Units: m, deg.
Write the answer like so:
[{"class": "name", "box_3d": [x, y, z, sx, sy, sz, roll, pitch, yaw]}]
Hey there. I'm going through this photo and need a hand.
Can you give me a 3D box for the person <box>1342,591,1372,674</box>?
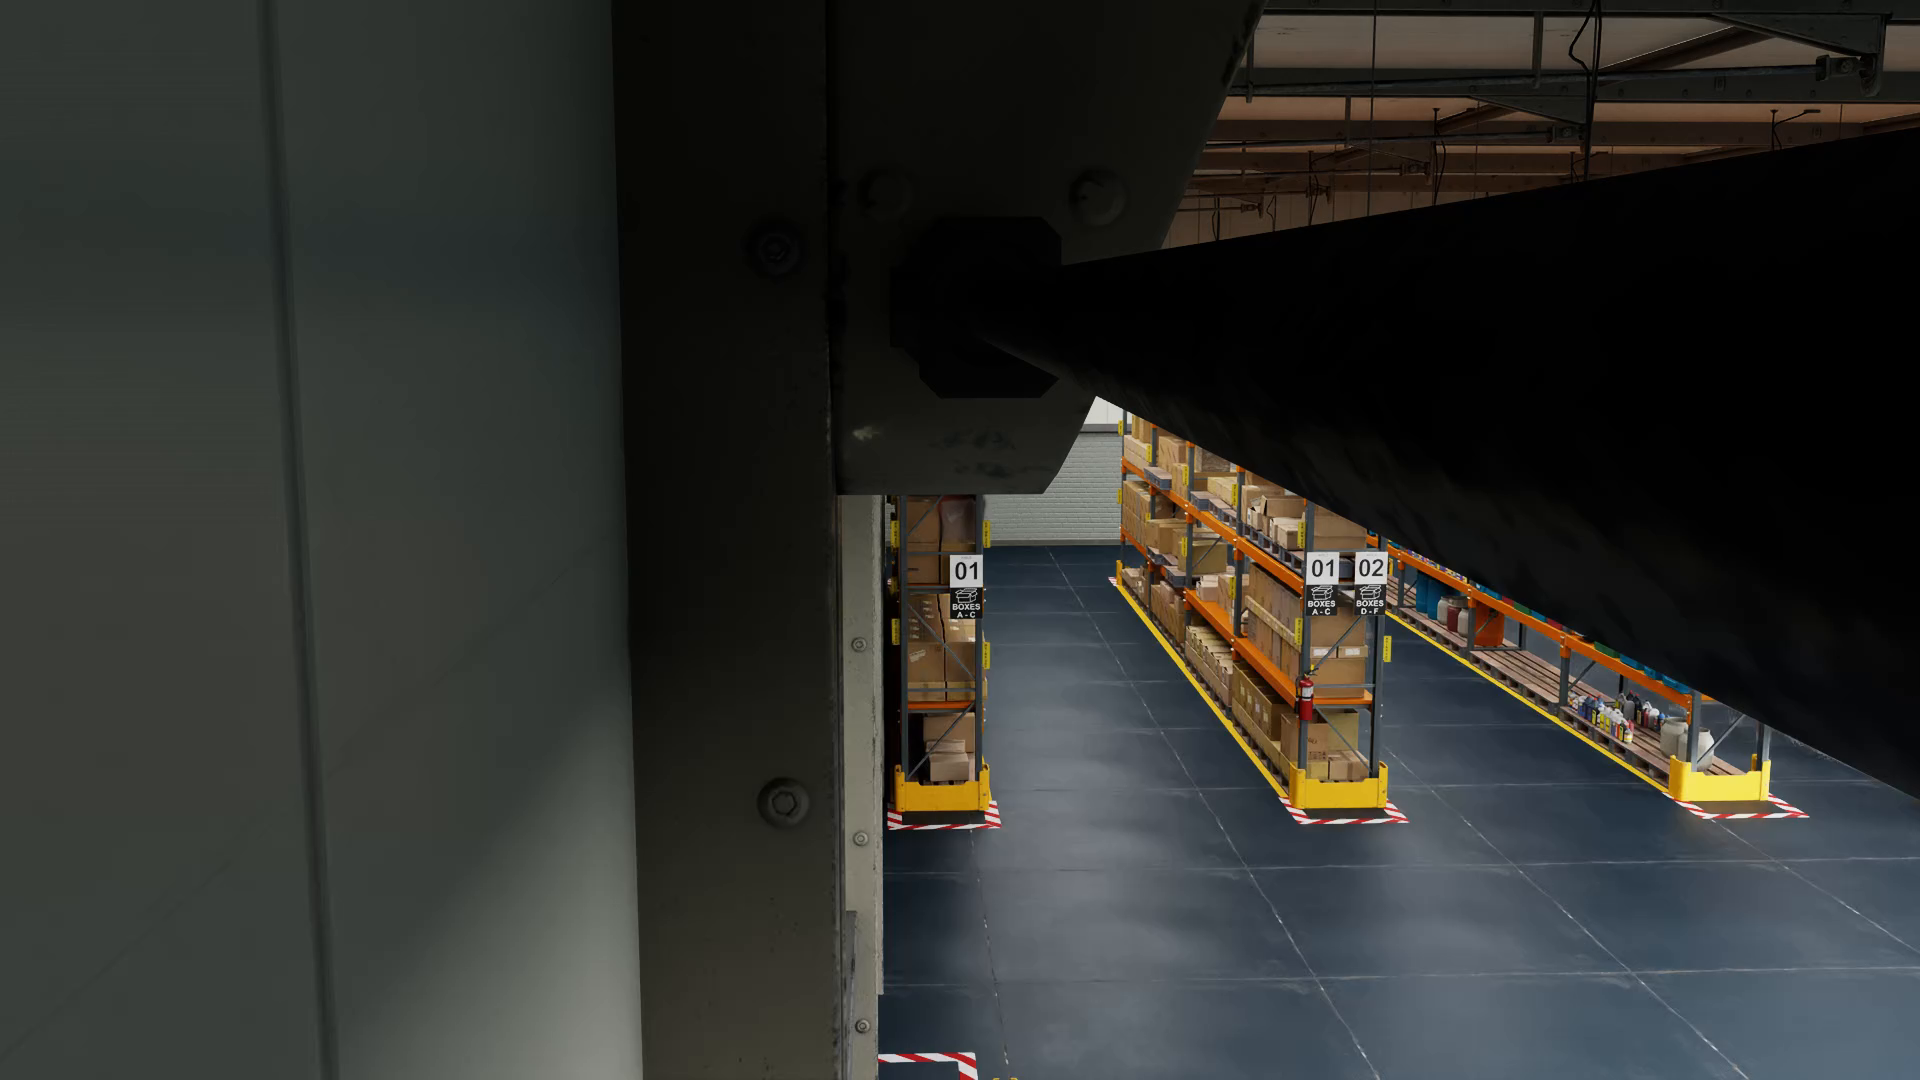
[{"class": "person", "box_3d": [6.675, 1.353, 27.976, 0.666, 1.836, 0.682, -1, 9, -10]}]
